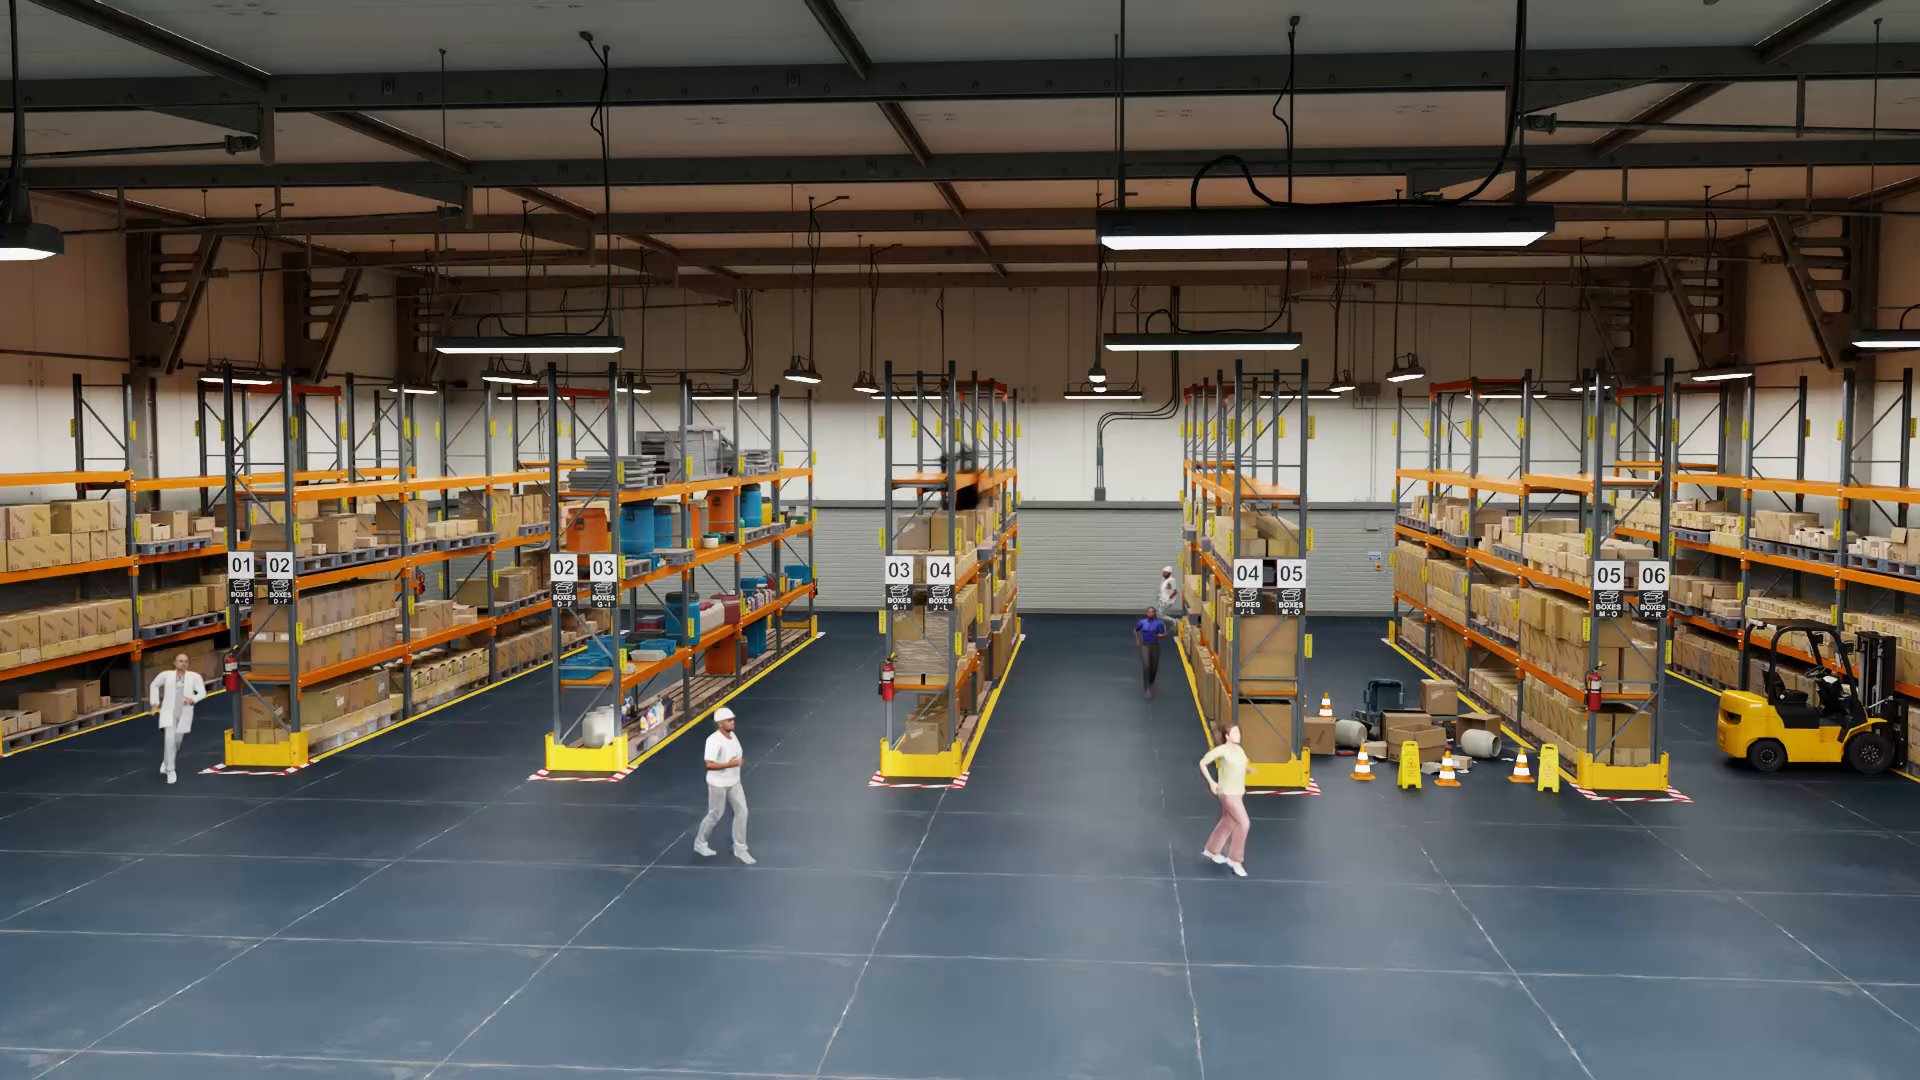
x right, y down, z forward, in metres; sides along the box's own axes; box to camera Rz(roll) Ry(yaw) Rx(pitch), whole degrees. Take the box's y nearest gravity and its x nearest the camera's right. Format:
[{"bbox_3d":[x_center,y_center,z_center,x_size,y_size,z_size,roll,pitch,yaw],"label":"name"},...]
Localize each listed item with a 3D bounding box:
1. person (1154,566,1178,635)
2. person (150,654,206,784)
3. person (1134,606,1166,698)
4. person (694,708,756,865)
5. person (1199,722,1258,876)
[{"bbox_3d":[5.070,1.487,40.557,0.567,1.722,0.729,-1,4,-11],"label":"person"},{"bbox_3d":[-11.242,2.535,23.954,0.721,1.768,0.975,-2,4,-32],"label":"person"},{"bbox_3d":[3.597,2.090,31.467,0.562,1.682,0.885,0,4,-2],"label":"person"},{"bbox_3d":[-2.728,2.838,19.245,0.785,1.805,0.691,2,4,28],"label":"person"},{"bbox_3d":[3.063,2.923,18.905,0.730,1.721,0.545,3,5,40],"label":"person"}]
